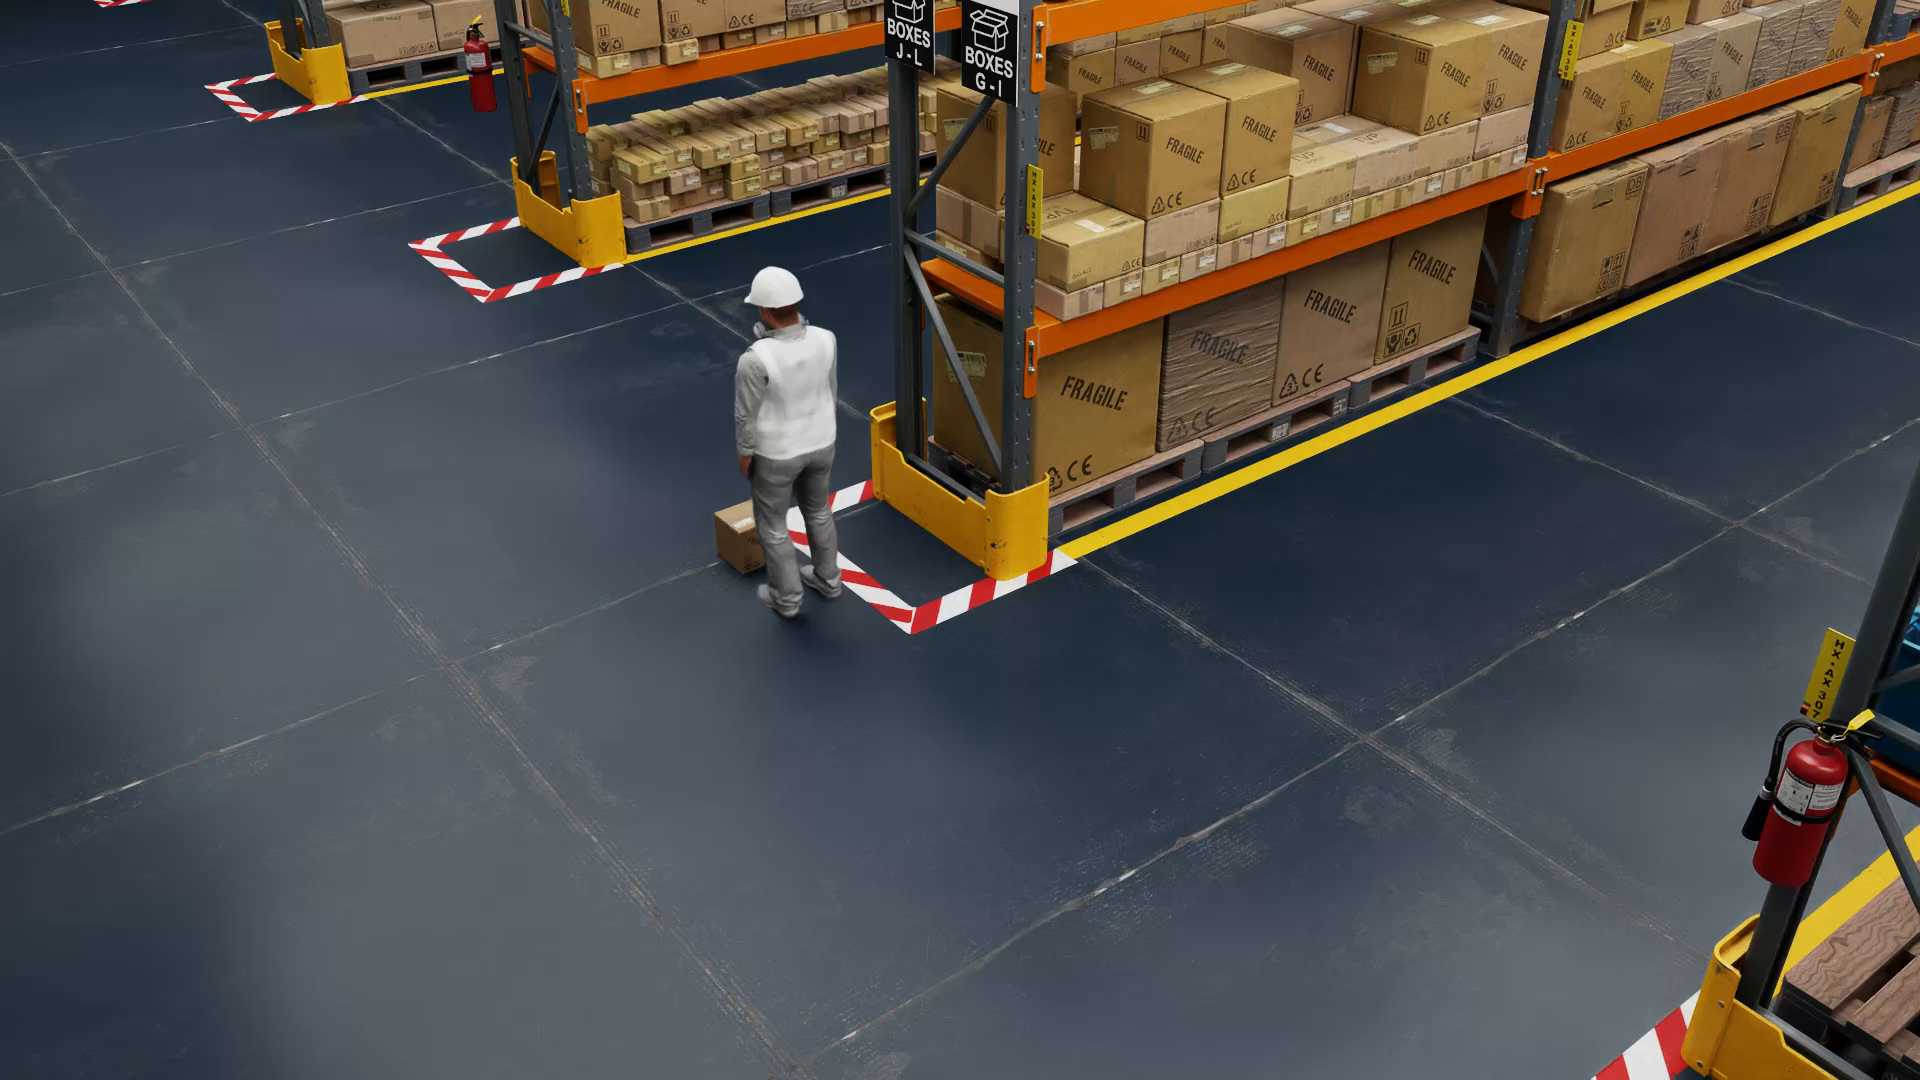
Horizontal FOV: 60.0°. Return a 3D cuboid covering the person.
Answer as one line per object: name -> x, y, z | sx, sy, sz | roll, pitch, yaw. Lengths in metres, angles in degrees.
person -> -0.814, -0.450, 7.850 | 0.534, 1.768, 0.356 | -21, 38, -30
